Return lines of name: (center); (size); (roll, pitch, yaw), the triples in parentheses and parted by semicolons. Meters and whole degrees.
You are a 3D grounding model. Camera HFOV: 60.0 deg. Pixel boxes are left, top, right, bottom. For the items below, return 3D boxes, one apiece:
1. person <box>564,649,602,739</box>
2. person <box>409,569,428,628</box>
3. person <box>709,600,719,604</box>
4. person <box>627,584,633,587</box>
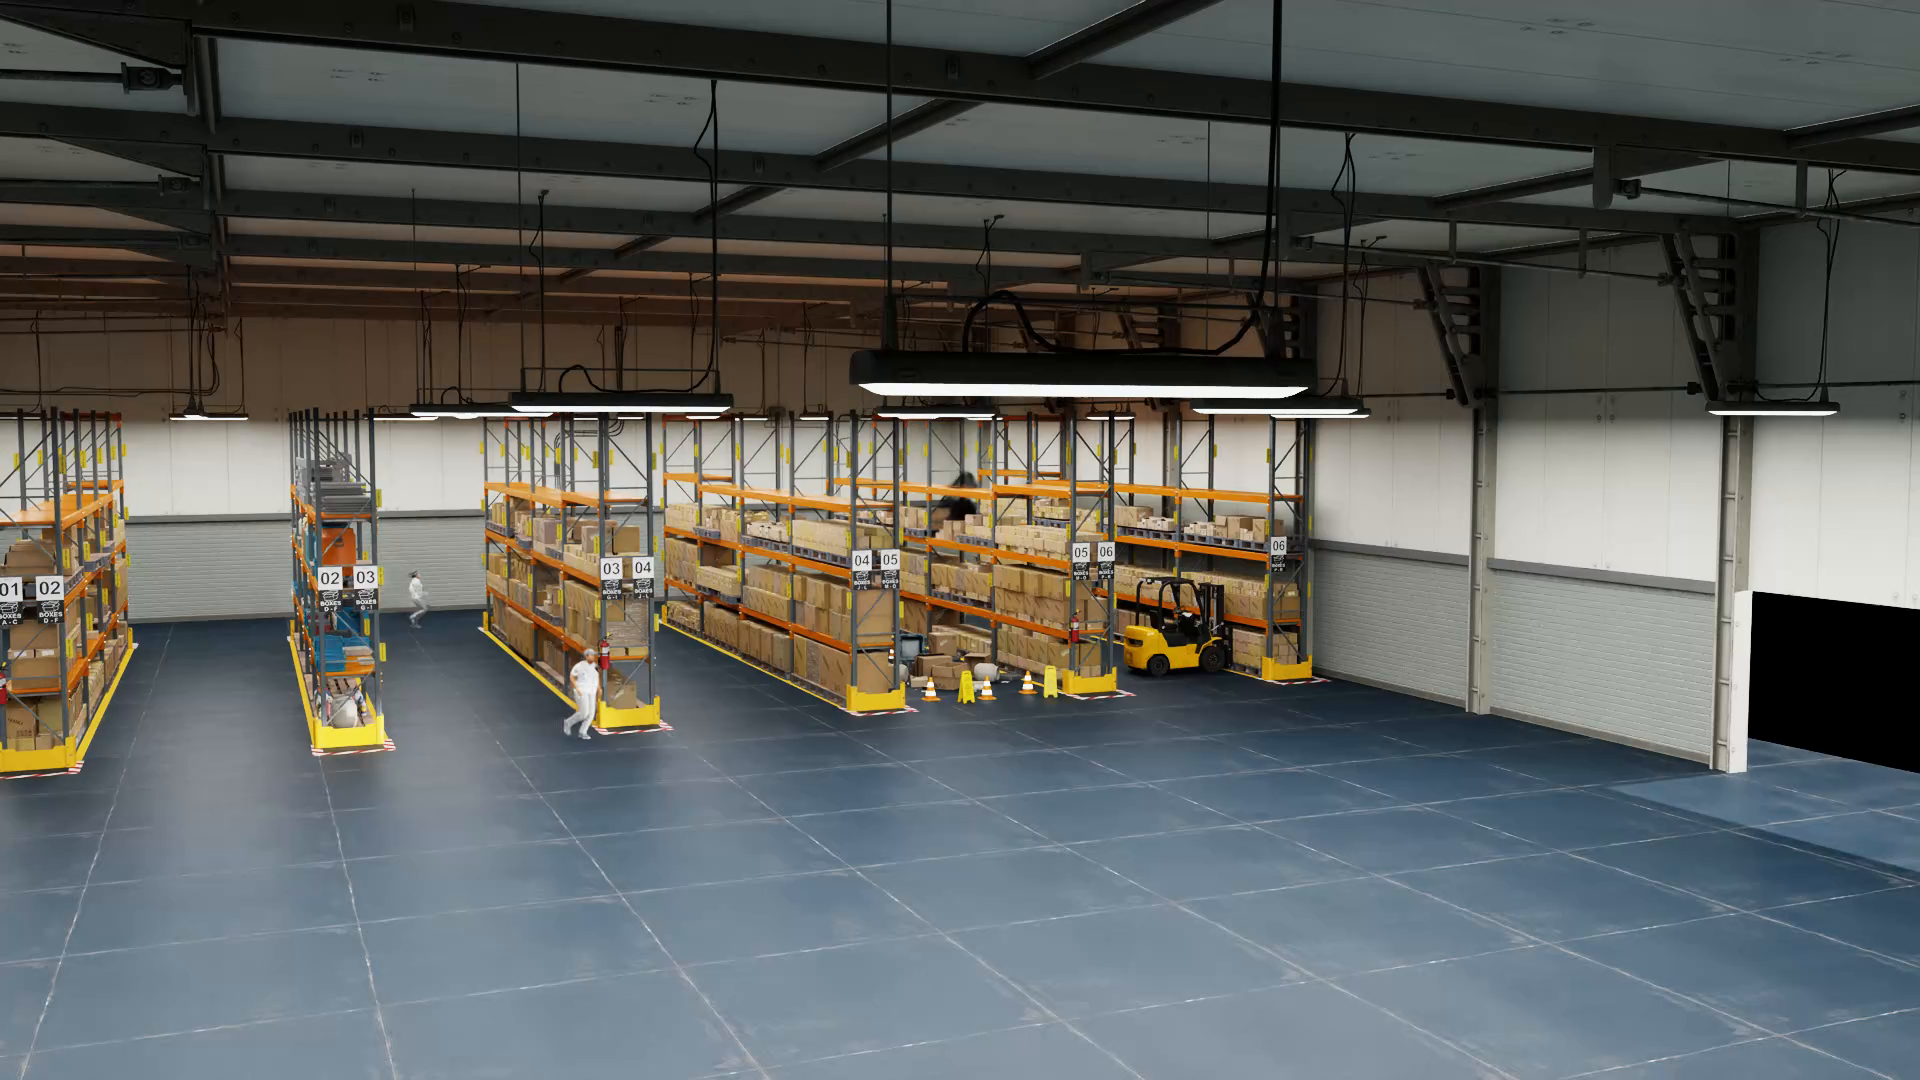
person: (-6.859, 2.798, 30.388); (0.546, 1.601, 0.685); (3, 5, 32)
person: (-15.179, 1.639, 46.622); (0.538, 1.653, 0.613); (-1, 4, -20)
person: (-7.242, 1.424, 49.190); (0.600, 1.725, 0.732); (2, 4, 27)
person: (-9.245, 1.616, 46.359); (0.681, 1.800, 0.676); (-1, 4, -11)
